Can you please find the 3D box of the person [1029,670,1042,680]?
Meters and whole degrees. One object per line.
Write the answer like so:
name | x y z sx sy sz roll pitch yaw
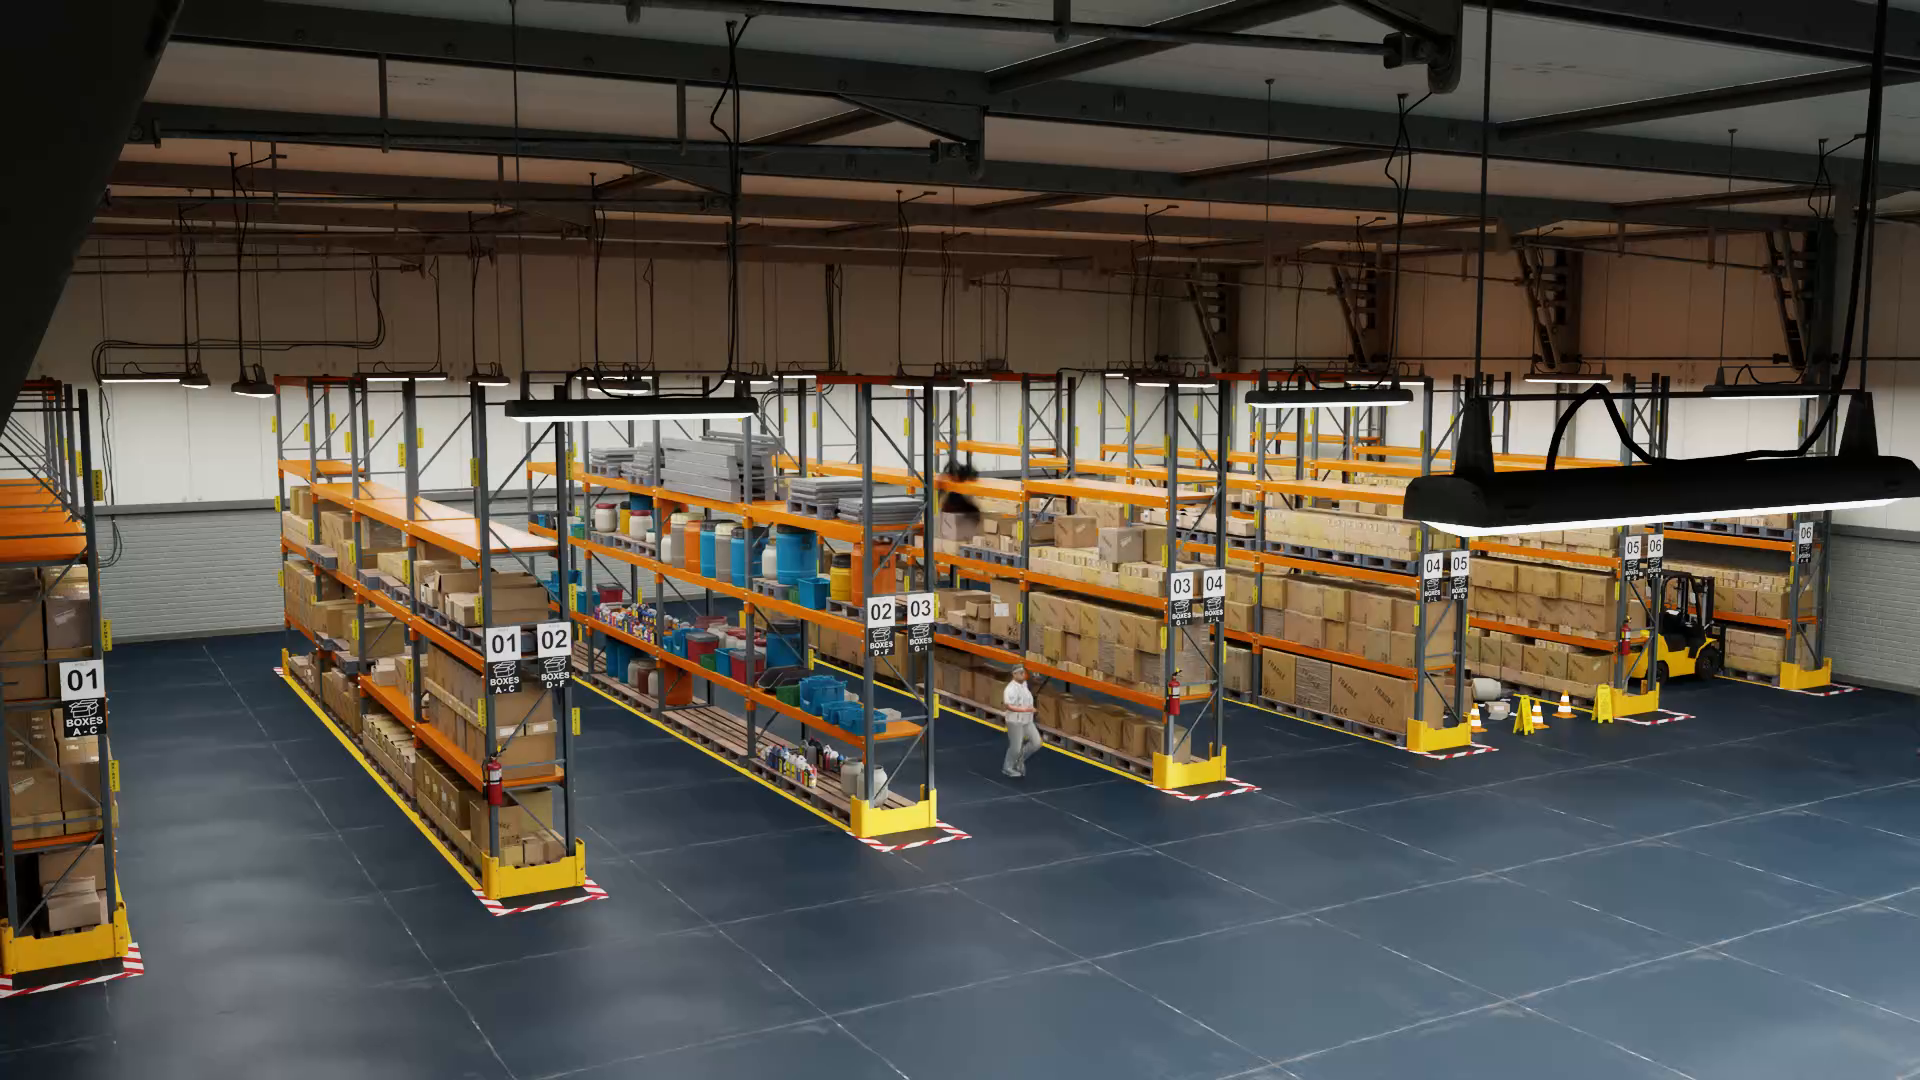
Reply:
person | 1.462 1.922 32.997 0.510 1.642 0.733 -5 8 -38

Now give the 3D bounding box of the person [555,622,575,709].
person | -7.222 2.251 30.067 0.555 1.595 0.550 -3 7 -23

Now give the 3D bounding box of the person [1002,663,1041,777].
person | 0.936 2.715 25.041 0.655 1.752 0.646 5 8 39

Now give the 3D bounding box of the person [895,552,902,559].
person | -1.552 1.108 39.906 0.741 1.736 0.747 0 6 -3
